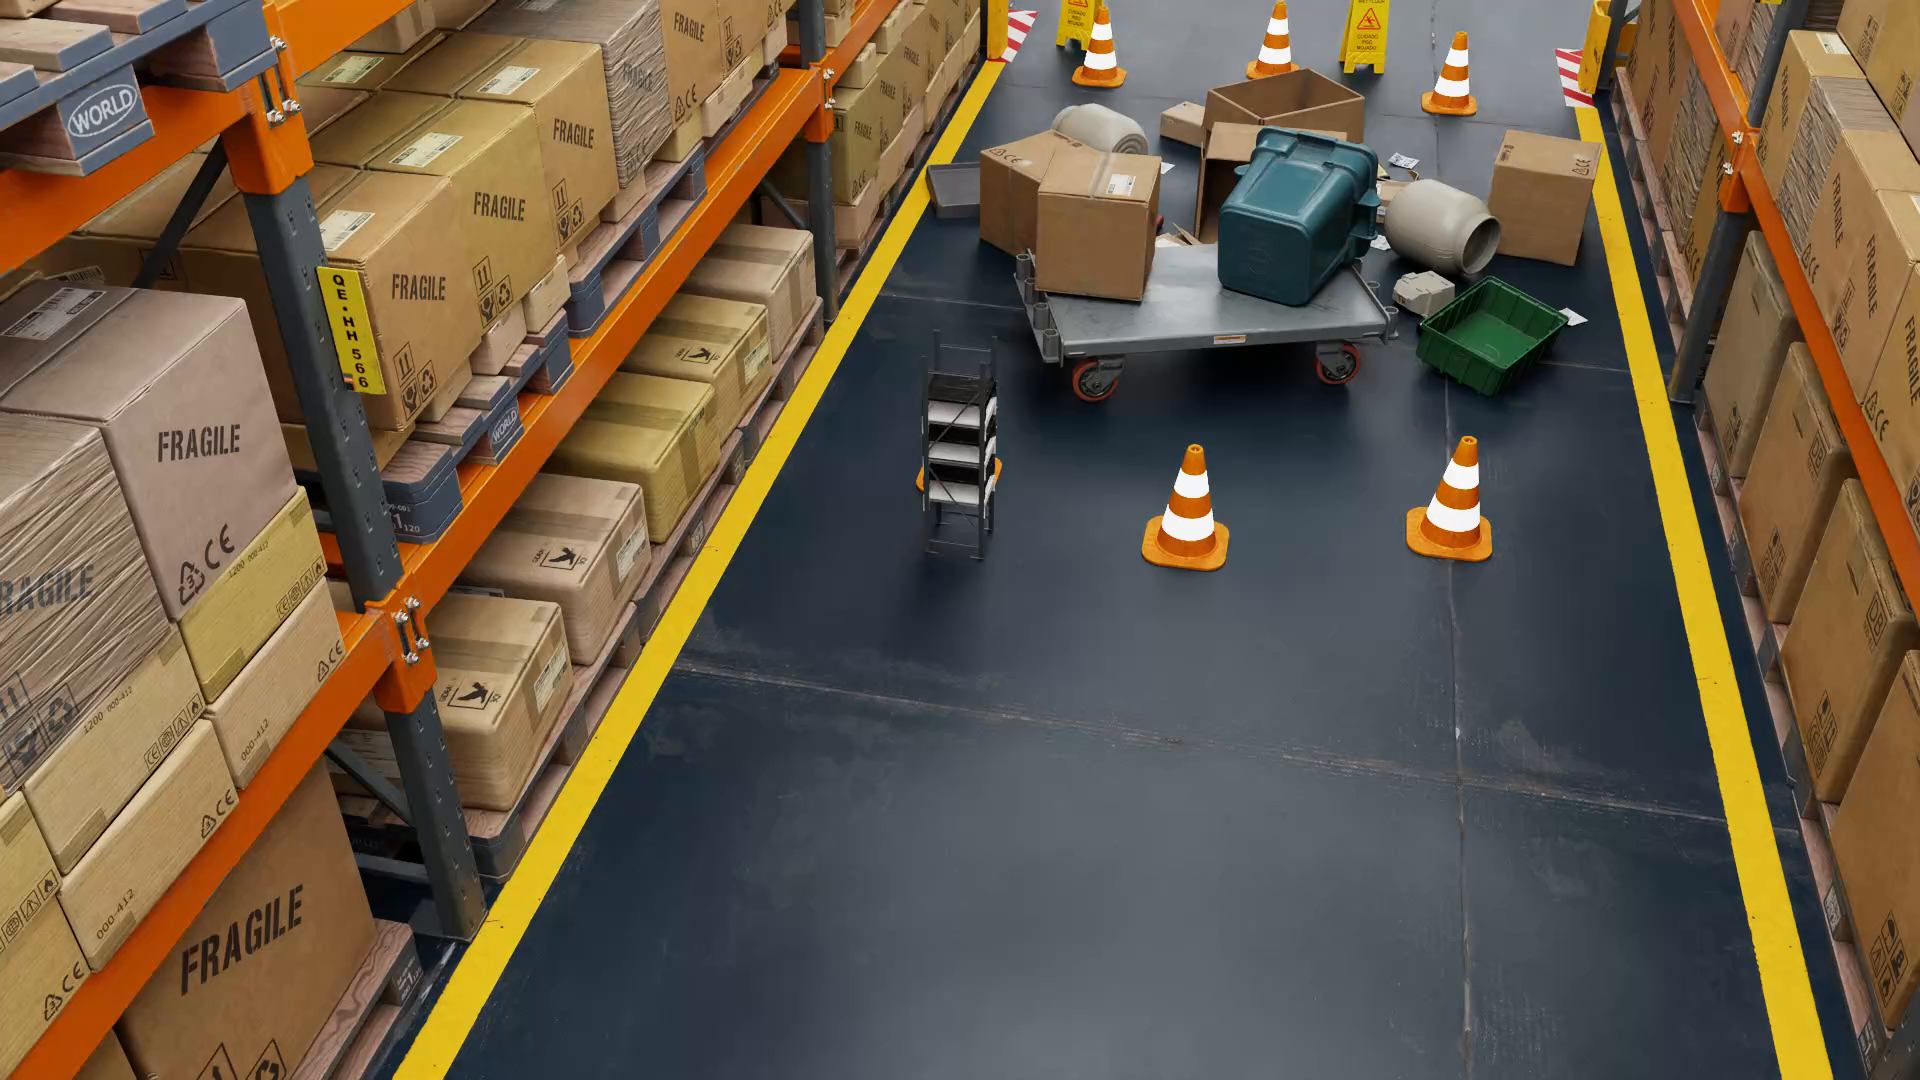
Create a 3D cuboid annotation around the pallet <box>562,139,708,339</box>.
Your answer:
[{"bbox_3d":[-1.577,-1.145,5.938,1.003,0.211,1.213,7,37,10],"label":"pallet"}]

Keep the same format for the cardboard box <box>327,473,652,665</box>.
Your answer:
[{"bbox_3d":[-1.680,0.064,5.987,0.950,0.372,0.625,7,36,9],"label":"cardboard box"}]

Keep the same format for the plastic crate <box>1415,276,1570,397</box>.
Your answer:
[{"bbox_3d":[2.509,-0.962,7.869,0.450,0.188,0.662,36,48,26],"label":"plastic crate"}]

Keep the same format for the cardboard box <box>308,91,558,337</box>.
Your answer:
[{"bbox_3d":[-1.533,-0.943,4.798,0.500,0.500,0.500,9,37,12],"label":"cardboard box"}]

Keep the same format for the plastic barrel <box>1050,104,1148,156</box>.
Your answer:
[{"bbox_3d":[0.787,-2.252,9.497,0.421,0.421,0.512,-24,42,-30],"label":"plastic barrel"}]

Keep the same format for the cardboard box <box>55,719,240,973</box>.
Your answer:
[{"bbox_3d":[-1.908,0.595,3.501,0.500,0.250,0.500,8,37,11],"label":"cardboard box"}]

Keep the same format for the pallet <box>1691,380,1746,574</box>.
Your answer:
[{"bbox_3d":[3.661,-0.233,6.891,1.003,0.211,1.213,7,37,10],"label":"pallet"}]

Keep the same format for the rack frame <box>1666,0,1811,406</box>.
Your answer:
[{"bbox_3d":[3.752,-1.814,6.696,1.000,3.000,0.127,7,37,10],"label":"rack frame"}]

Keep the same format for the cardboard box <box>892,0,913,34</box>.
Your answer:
[{"bbox_3d":[-0.468,-2.817,8.875,0.380,0.149,0.250,9,37,13],"label":"cardboard box"}]

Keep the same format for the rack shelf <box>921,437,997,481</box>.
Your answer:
[{"bbox_3d":[-0.002,-0.333,6.499,0.258,0.077,0.200,7,37,10],"label":"rack shelf"}]

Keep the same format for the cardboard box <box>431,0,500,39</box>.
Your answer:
[{"bbox_3d":[-1.811,-1.610,5.718,0.500,0.500,0.500,6,36,8],"label":"cardboard box"}]

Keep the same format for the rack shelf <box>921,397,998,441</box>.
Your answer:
[{"bbox_3d":[-0.002,-0.478,6.393,0.258,0.077,0.200,7,37,10],"label":"rack shelf"}]

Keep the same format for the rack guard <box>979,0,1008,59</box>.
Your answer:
[{"bbox_3d":[-0.267,-3.614,11.310,1.175,0.500,0.348,7,37,10],"label":"rack guard"}]

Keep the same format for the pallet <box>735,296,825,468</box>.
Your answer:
[{"bbox_3d":[-1.270,-0.801,7.675,1.003,0.211,1.213,7,37,10],"label":"pallet"}]

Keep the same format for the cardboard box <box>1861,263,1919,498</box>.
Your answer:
[{"bbox_3d":[2.946,-0.425,4.695,0.500,0.500,0.500,7,36,9],"label":"cardboard box"}]

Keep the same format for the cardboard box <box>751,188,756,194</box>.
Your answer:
[{"bbox_3d":[-1.241,-2.109,8.451,0.500,0.500,0.500,7,36,9],"label":"cardboard box"}]

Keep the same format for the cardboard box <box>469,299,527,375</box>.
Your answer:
[{"bbox_3d":[-1.512,-0.623,4.910,0.380,0.149,0.250,5,36,7],"label":"cardboard box"}]

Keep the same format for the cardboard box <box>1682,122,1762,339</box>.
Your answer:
[{"bbox_3d":[3.954,-1.475,7.682,0.875,0.875,0.875,8,37,11],"label":"cardboard box"}]

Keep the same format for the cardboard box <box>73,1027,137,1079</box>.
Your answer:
[{"bbox_3d":[-2.383,1.504,3.572,0.875,0.875,0.875,8,37,11],"label":"cardboard box"}]

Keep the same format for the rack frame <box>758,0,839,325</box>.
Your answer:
[{"bbox_3d":[-1.106,-2.376,7.473,1.000,3.000,0.127,7,37,10],"label":"rack frame"}]

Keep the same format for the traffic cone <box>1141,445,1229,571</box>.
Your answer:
[{"bbox_3d":[0.912,-0.171,6.592,0.336,0.463,0.334,7,37,10],"label":"traffic cone"}]

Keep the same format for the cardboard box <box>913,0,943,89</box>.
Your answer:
[{"bbox_3d":[-0.390,-2.950,9.610,0.500,0.500,0.500,6,36,9],"label":"cardboard box"}]

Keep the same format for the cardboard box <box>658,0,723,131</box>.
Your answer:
[{"bbox_3d":[-1.201,-1.834,6.028,0.500,0.500,0.500,9,37,12],"label":"cardboard box"}]

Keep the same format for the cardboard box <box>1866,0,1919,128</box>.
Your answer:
[{"bbox_3d":[3.544,-1.678,5.573,0.700,0.500,0.500,7,36,9],"label":"cardboard box"}]

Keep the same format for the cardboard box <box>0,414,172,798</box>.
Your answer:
[{"bbox_3d":[-1.916,0.096,3.124,0.500,0.500,0.500,8,37,11],"label":"cardboard box"}]

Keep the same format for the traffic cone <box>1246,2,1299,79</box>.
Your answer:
[{"bbox_3d":[2.074,-3.290,10.895,0.336,0.463,0.334,7,37,10],"label":"traffic cone"}]

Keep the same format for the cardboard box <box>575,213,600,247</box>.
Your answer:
[{"bbox_3d":[-1.436,-1.093,5.559,0.380,0.149,0.250,9,37,12],"label":"cardboard box"}]

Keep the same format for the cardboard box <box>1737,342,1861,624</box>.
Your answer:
[{"bbox_3d":[3.497,-0.153,5.964,1.050,0.750,0.750,7,37,10],"label":"cardboard box"}]

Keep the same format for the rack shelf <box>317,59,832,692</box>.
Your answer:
[{"bbox_3d":[-1.533,-0.938,6.102,1.077,0.370,4.000,7,37,10],"label":"rack shelf"}]

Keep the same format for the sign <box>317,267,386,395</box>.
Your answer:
[{"bbox_3d":[-1.417,-0.484,3.875,0.100,0.325,0.005,7,37,10],"label":"sign"}]

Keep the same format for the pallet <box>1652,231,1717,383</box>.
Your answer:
[{"bbox_3d":[3.991,-1.111,8.103,1.003,0.211,1.213,7,37,10],"label":"pallet"}]

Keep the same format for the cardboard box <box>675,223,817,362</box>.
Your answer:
[{"bbox_3d":[-1.215,-1.181,7.705,0.950,0.372,0.625,8,37,11],"label":"cardboard box"}]

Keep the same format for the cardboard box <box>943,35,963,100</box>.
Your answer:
[{"bbox_3d":[-0.279,-2.933,10.226,0.500,0.250,0.500,7,37,10],"label":"cardboard box"}]

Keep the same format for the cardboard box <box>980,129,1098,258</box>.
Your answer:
[{"bbox_3d":[0.453,-1.809,8.818,0.500,0.500,0.500,-24,42,-30],"label":"cardboard box"}]

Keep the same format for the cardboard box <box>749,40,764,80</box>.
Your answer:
[{"bbox_3d":[-1.019,-1.966,6.763,0.380,0.149,0.250,6,36,9],"label":"cardboard box"}]

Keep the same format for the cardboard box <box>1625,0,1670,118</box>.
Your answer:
[{"bbox_3d":[4.526,-3.020,9.813,0.875,0.875,0.875,8,37,10],"label":"cardboard box"}]

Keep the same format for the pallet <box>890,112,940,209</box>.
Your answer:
[{"bbox_3d":[-0.738,-2.338,9.796,1.003,0.211,1.213,7,37,10],"label":"pallet"}]

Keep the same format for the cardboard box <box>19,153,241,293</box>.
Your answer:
[{"bbox_3d":[-2.134,-0.709,4.476,0.500,0.500,0.500,6,36,9],"label":"cardboard box"}]

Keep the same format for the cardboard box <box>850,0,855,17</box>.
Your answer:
[{"bbox_3d":[-0.722,-2.566,7.949,0.380,0.149,0.250,8,37,11],"label":"cardboard box"}]

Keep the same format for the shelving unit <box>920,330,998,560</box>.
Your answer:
[{"bbox_3d":[-0.002,-0.360,6.479,0.258,0.900,0.210,7,37,10],"label":"shelving unit"}]

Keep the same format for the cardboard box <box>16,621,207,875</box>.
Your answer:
[{"bbox_3d":[-1.921,0.379,3.372,0.500,0.250,0.500,6,36,9],"label":"cardboard box"}]

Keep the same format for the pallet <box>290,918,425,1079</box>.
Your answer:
[{"bbox_3d":[-2.202,1.489,4.516,1.003,0.211,1.213,7,37,10],"label":"pallet"}]

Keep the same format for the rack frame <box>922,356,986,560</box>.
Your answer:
[{"bbox_3d":[-0.023,-0.301,6.399,0.240,0.900,0.006,7,37,10],"label":"rack frame"}]

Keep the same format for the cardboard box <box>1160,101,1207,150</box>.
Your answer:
[{"bbox_3d":[1.442,-2.511,10.088,0.380,0.149,0.250,28,44,33],"label":"cardboard box"}]

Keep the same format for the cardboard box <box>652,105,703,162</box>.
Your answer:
[{"bbox_3d":[-1.178,-1.532,6.164,0.380,0.149,0.250,7,37,10],"label":"cardboard box"}]

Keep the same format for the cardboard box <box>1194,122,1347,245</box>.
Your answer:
[{"bbox_3d":[1.655,-1.852,8.761,0.797,0.637,0.503,7,37,10],"label":"cardboard box"}]

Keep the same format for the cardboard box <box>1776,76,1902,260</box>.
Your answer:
[{"bbox_3d":[3.269,-1.297,5.898,0.500,0.500,0.500,8,37,10],"label":"cardboard box"}]

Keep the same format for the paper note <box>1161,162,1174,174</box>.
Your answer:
[{"bbox_3d":[1.163,-2.203,9.773,0.148,0.019,0.142,20,41,26],"label":"paper note"}]

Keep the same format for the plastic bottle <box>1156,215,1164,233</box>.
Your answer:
[{"bbox_3d":[1.002,-1.691,9.031,0.133,0.061,0.283,14,38,18],"label":"plastic bottle"}]

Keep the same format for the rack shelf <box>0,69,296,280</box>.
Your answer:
[{"bbox_3d":[-2.387,0.140,2.057,1.077,0.370,4.000,7,37,10],"label":"rack shelf"}]

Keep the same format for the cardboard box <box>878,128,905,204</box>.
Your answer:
[{"bbox_3d":[-0.613,-2.045,9.000,0.500,0.250,0.500,9,37,13],"label":"cardboard box"}]

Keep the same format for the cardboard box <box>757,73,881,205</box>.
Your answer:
[{"bbox_3d":[-0.716,-2.041,8.356,0.500,0.500,0.500,9,37,12],"label":"cardboard box"}]
